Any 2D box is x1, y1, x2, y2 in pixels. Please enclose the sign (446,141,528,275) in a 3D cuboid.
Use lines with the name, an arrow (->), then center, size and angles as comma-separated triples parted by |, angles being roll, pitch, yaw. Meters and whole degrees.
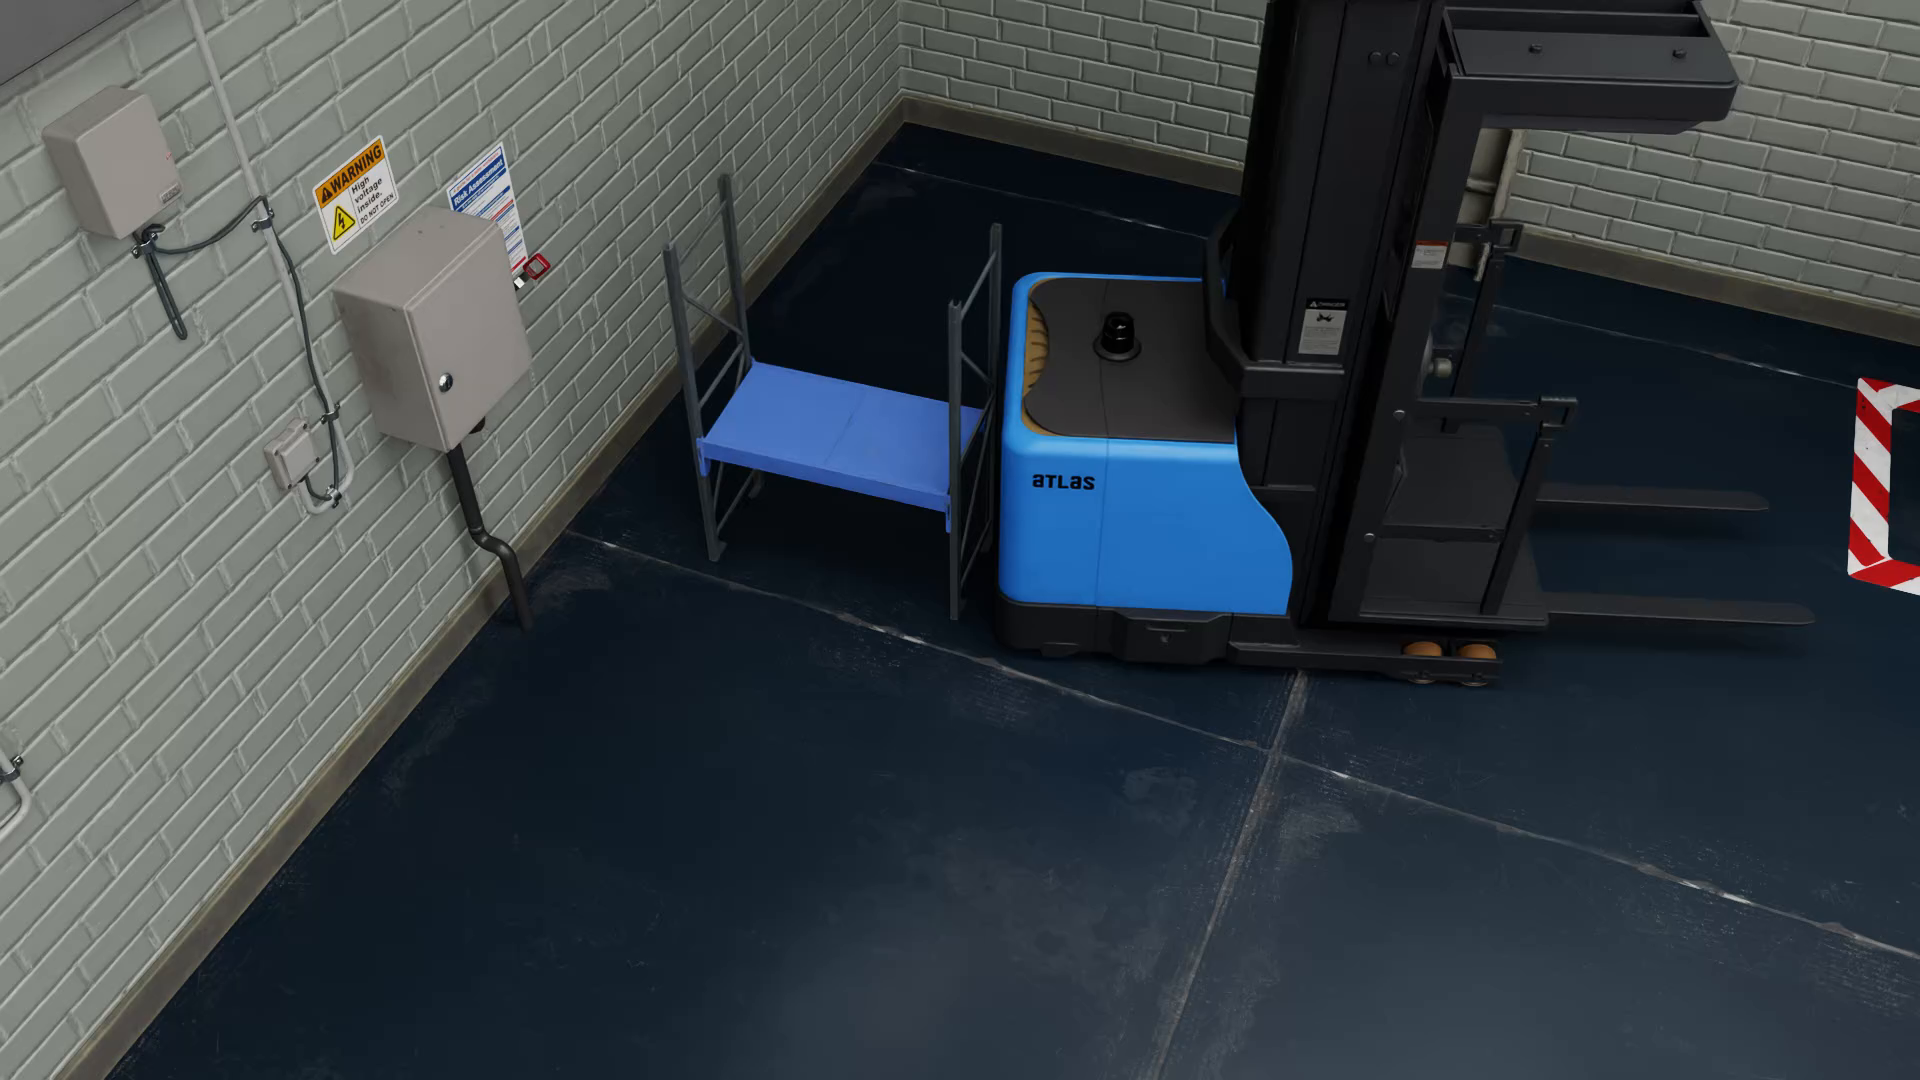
sign -> -1.639, -1.091, 5.788 | 0.001, 0.494, 0.329 | 16, 47, 16

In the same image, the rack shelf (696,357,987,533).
rack shelf -> -0.430, -0.373, 6.316 | 1.000, 0.185, 0.538 | 13, 46, 13

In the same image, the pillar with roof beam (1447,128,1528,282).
pillar with roof beam -> 0.740, -1.779, 2.158 | 0.400, 9.000, 9.100 | 16, 47, 16

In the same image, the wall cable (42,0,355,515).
wall cable -> -2.046, -0.706, 4.613 | 0.122, 1.984, 0.588 | 16, 47, 16

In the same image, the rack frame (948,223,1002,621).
rack frame -> 0.053, -0.389, 6.077 | 0.032, 1.500, 0.500 | 13, 46, 13

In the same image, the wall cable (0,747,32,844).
wall cable -> -2.581, 0.209, 3.671 | 0.123, 1.953, 0.585 | 16, 47, 16

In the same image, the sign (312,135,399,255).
sign -> -1.850, -1.060, 5.104 | 0.001, 0.242, 0.339 | 16, 47, 16

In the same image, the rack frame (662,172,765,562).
rack frame -> -0.913, -0.612, 6.302 | 0.032, 1.500, 0.500 | 13, 46, 13

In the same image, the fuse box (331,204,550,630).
fuse box -> -1.638, -0.291, 5.829 | 0.414, 1.711, 0.539 | 16, 47, 16

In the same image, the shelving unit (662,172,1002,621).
shelving unit -> -0.430, -0.500, 6.190 | 1.048, 1.500, 0.538 | 13, 46, 13

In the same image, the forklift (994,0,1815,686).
forklift -> 1.668, -0.885, 5.561 | 3.031, 2.935, 1.130 | 3, 45, 3
